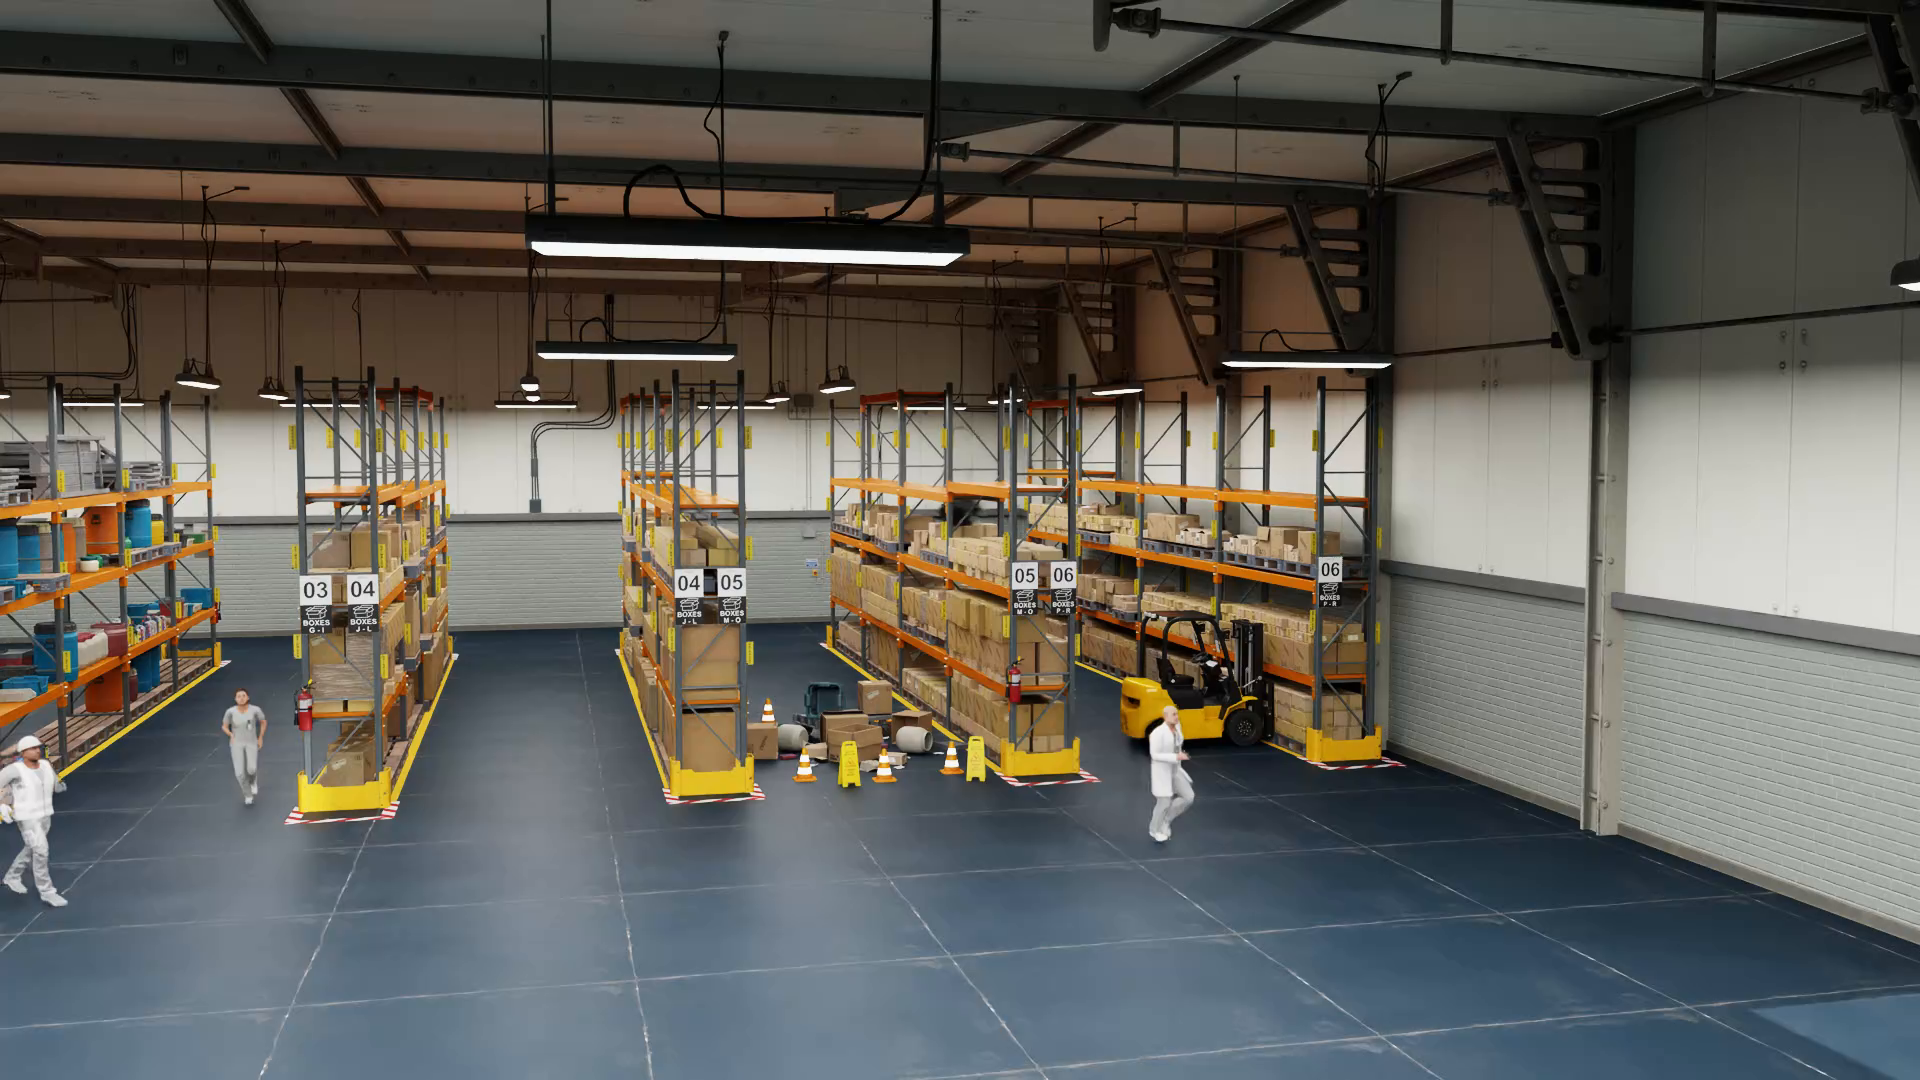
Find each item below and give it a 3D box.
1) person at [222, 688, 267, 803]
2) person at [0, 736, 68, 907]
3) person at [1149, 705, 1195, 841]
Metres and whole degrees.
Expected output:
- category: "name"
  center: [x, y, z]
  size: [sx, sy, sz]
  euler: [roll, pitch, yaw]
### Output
- category: "person"
  center: [-9.846, 2.833, 22.848]
  size: [0.539, 1.613, 0.570]
  euler: [-1, 4, -17]
- category: "person"
  center: [-10.000, 3.013, 17.961]
  size: [0.905, 1.804, 0.678]
  euler: [1, 3, 13]
- category: "person"
  center: [2.610, 2.896, 20.582]
  size: [0.754, 1.728, 0.794]
  euler: [-3, 4, -40]
